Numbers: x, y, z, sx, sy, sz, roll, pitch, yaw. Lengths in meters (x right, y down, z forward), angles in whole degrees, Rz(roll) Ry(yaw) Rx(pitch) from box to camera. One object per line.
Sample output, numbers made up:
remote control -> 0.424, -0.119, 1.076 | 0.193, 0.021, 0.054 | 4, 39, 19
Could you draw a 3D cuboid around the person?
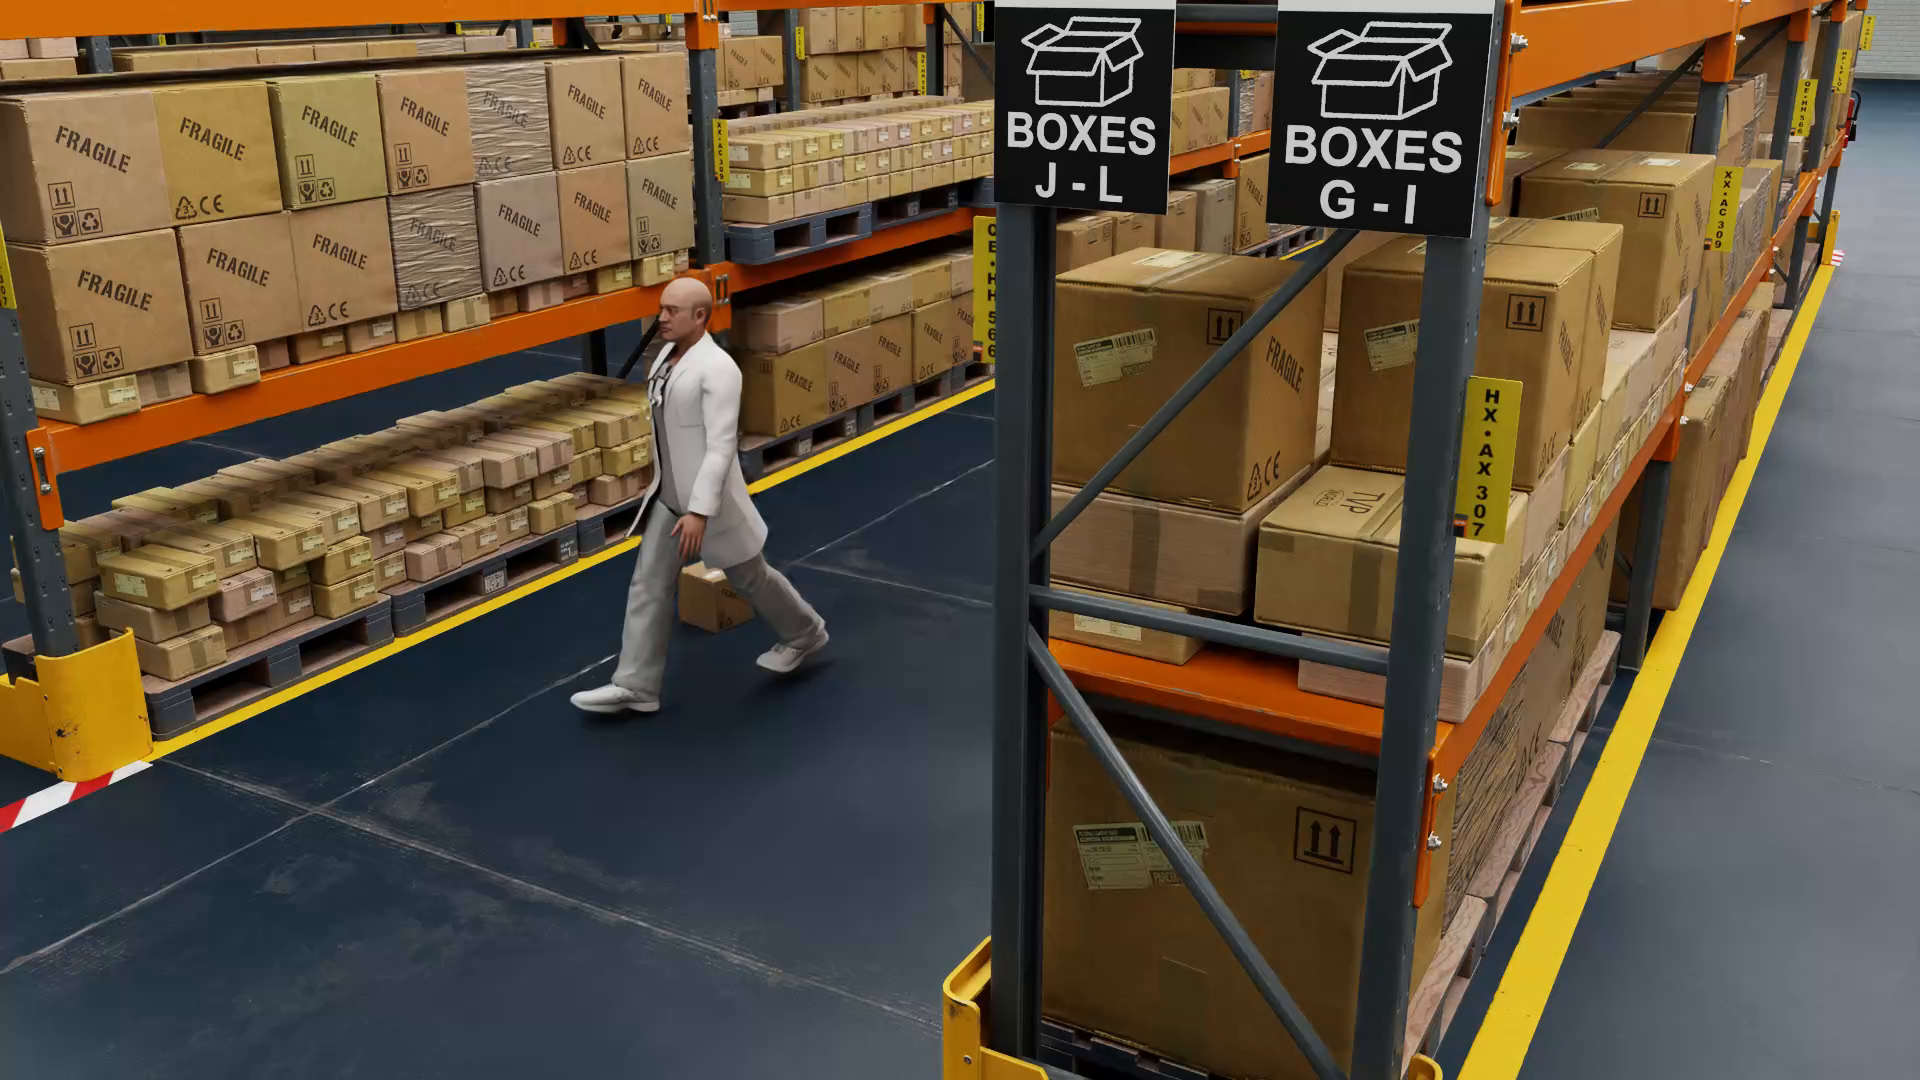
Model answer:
person -> -1.042, -0.178, 6.626 | 1.147, 1.737, 0.617 | -16, 25, -39
